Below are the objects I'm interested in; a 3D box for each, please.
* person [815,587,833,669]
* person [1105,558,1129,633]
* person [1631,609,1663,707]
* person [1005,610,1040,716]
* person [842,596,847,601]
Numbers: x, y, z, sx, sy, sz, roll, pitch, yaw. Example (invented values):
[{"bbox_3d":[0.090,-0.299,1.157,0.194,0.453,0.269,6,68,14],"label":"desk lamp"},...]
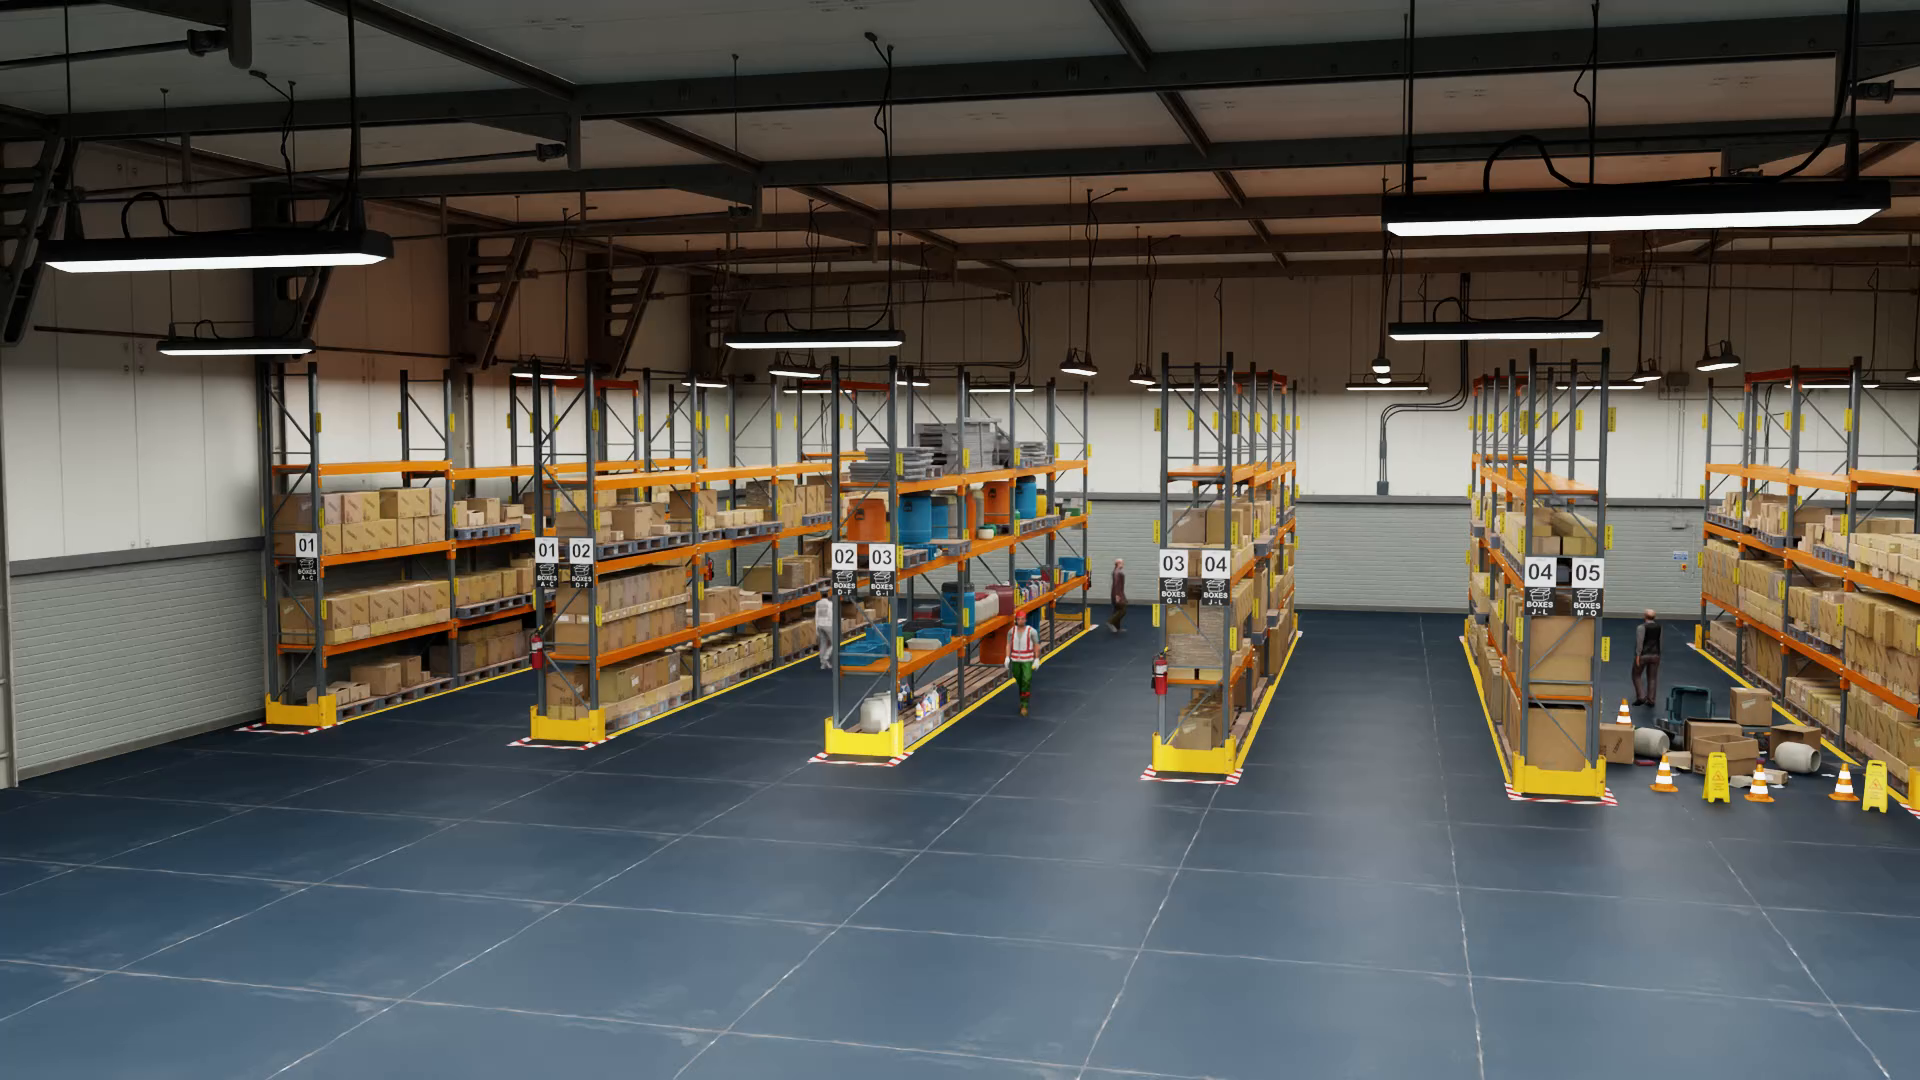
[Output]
[{"bbox_3d":[-2.757,1.794,33.762,0.515,1.676,0.458,3,5,40],"label":"person"},{"bbox_3d":[3.736,1.424,39.613,0.561,1.583,0.626,0,4,4],"label":"person"},{"bbox_3d":[12.134,2.096,29.287,0.553,1.745,0.497,0,4,-3],"label":"person"},{"bbox_3d":[1.043,2.084,28.618,0.547,1.744,0.917,2,4,23],"label":"person"},{"bbox_3d":[-3.114,1.154,42.962,0.690,1.650,0.562,-1,4,-15],"label":"person"}]
